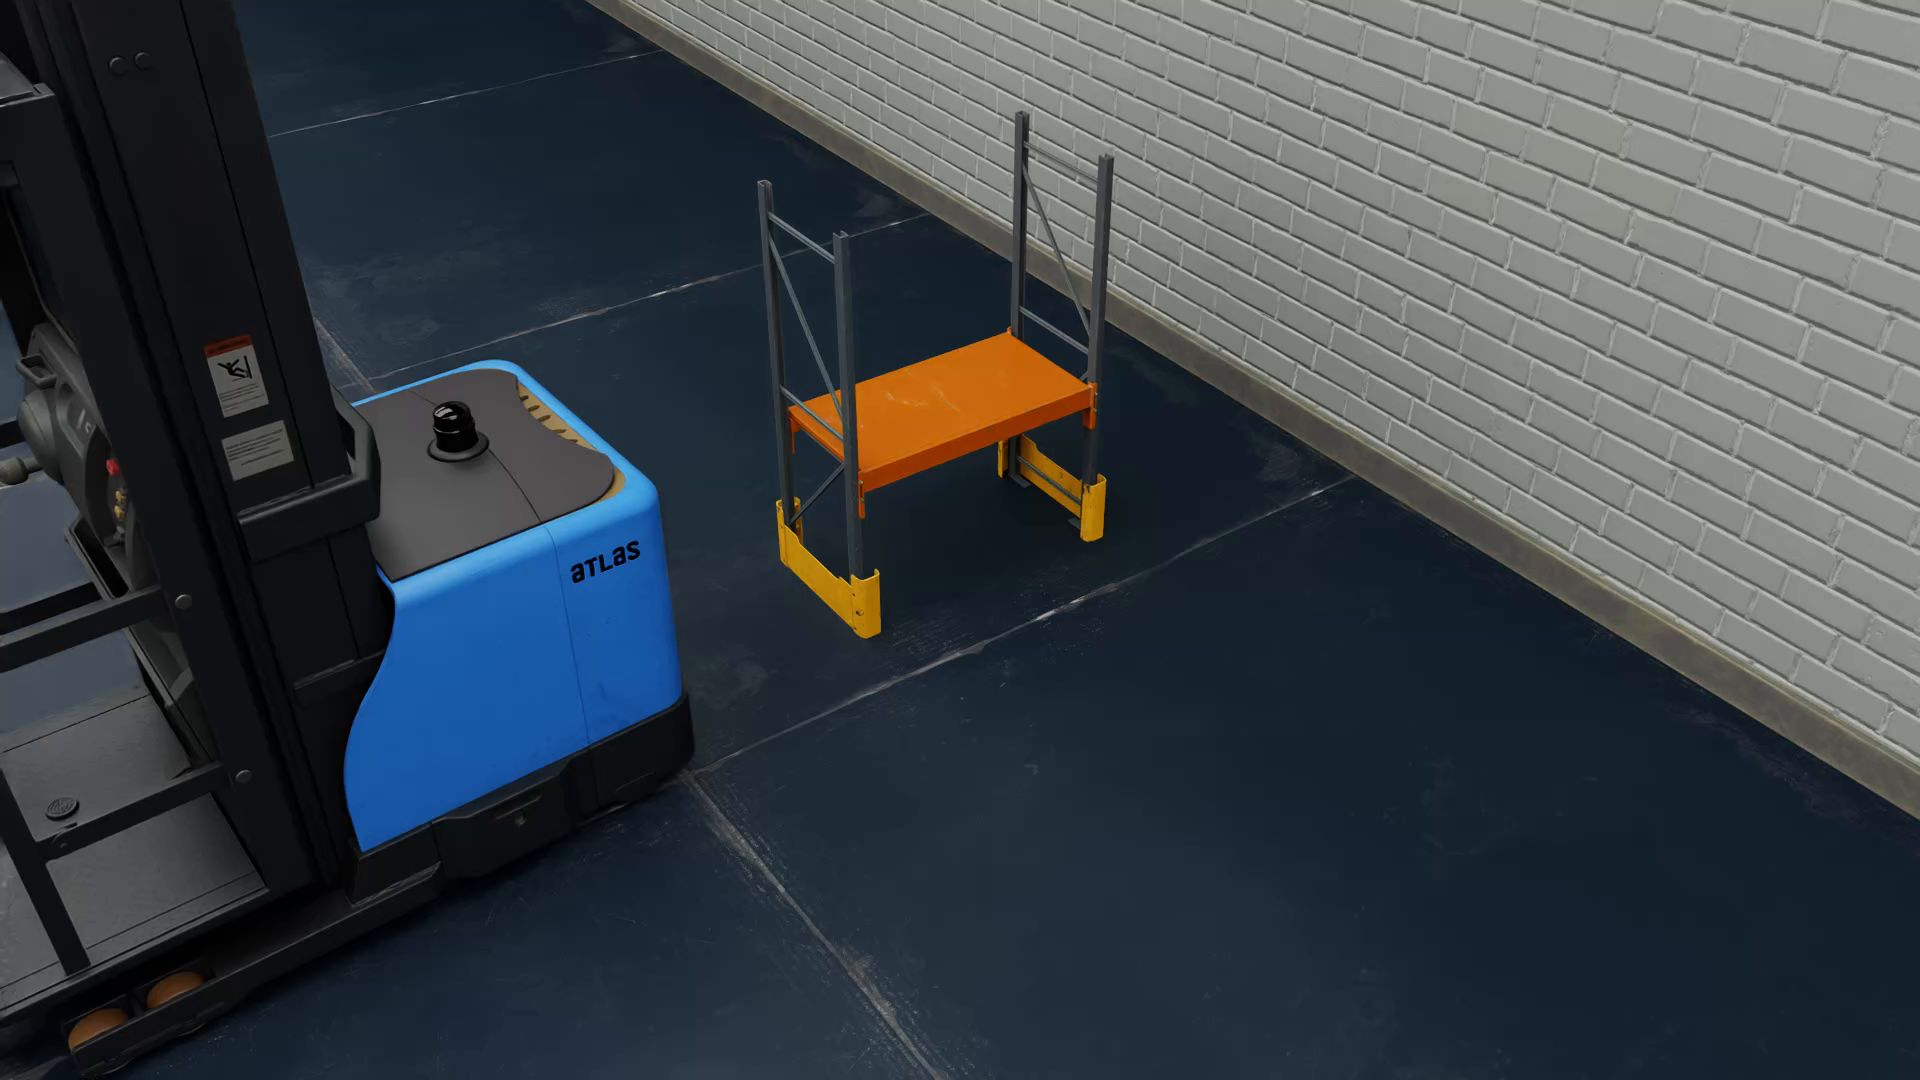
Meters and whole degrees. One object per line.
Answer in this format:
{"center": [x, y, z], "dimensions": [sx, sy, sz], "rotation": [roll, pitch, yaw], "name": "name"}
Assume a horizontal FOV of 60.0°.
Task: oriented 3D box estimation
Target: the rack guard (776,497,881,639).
{"center": [-0.469, 0.092, 5.908], "dimensions": [0.087, 0.250, 0.587], "rotation": [-22, 41, -28], "name": "rack guard"}

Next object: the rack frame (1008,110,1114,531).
{"center": [0.346, -0.751, 6.010], "dimensions": [0.032, 1.500, 0.500], "rotation": [-22, 41, -28], "name": "rack frame"}

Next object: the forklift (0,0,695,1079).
{"center": [-2.302, -0.155, 3.955], "dimensions": [3.031, 2.935, 1.130], "rotation": [-25, 42, -30], "name": "forklift"}

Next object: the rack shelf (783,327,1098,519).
{"center": [-0.070, -0.434, 5.877], "dimensions": [1.000, 0.185, 0.538], "rotation": [-22, 41, -28], "name": "rack shelf"}

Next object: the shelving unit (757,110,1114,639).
{"center": [-0.062, -0.583, 5.776], "dimensions": [1.083, 1.500, 0.587], "rotation": [-22, 41, -28], "name": "shelving unit"}

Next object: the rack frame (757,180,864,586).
{"center": [-0.485, -0.409, 5.534], "dimensions": [0.032, 1.500, 0.500], "rotation": [-22, 41, -28], "name": "rack frame"}

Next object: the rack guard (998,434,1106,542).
{"center": [0.345, -0.243, 6.374], "dimensions": [0.087, 0.250, 0.587], "rotation": [-22, 41, -28], "name": "rack guard"}
